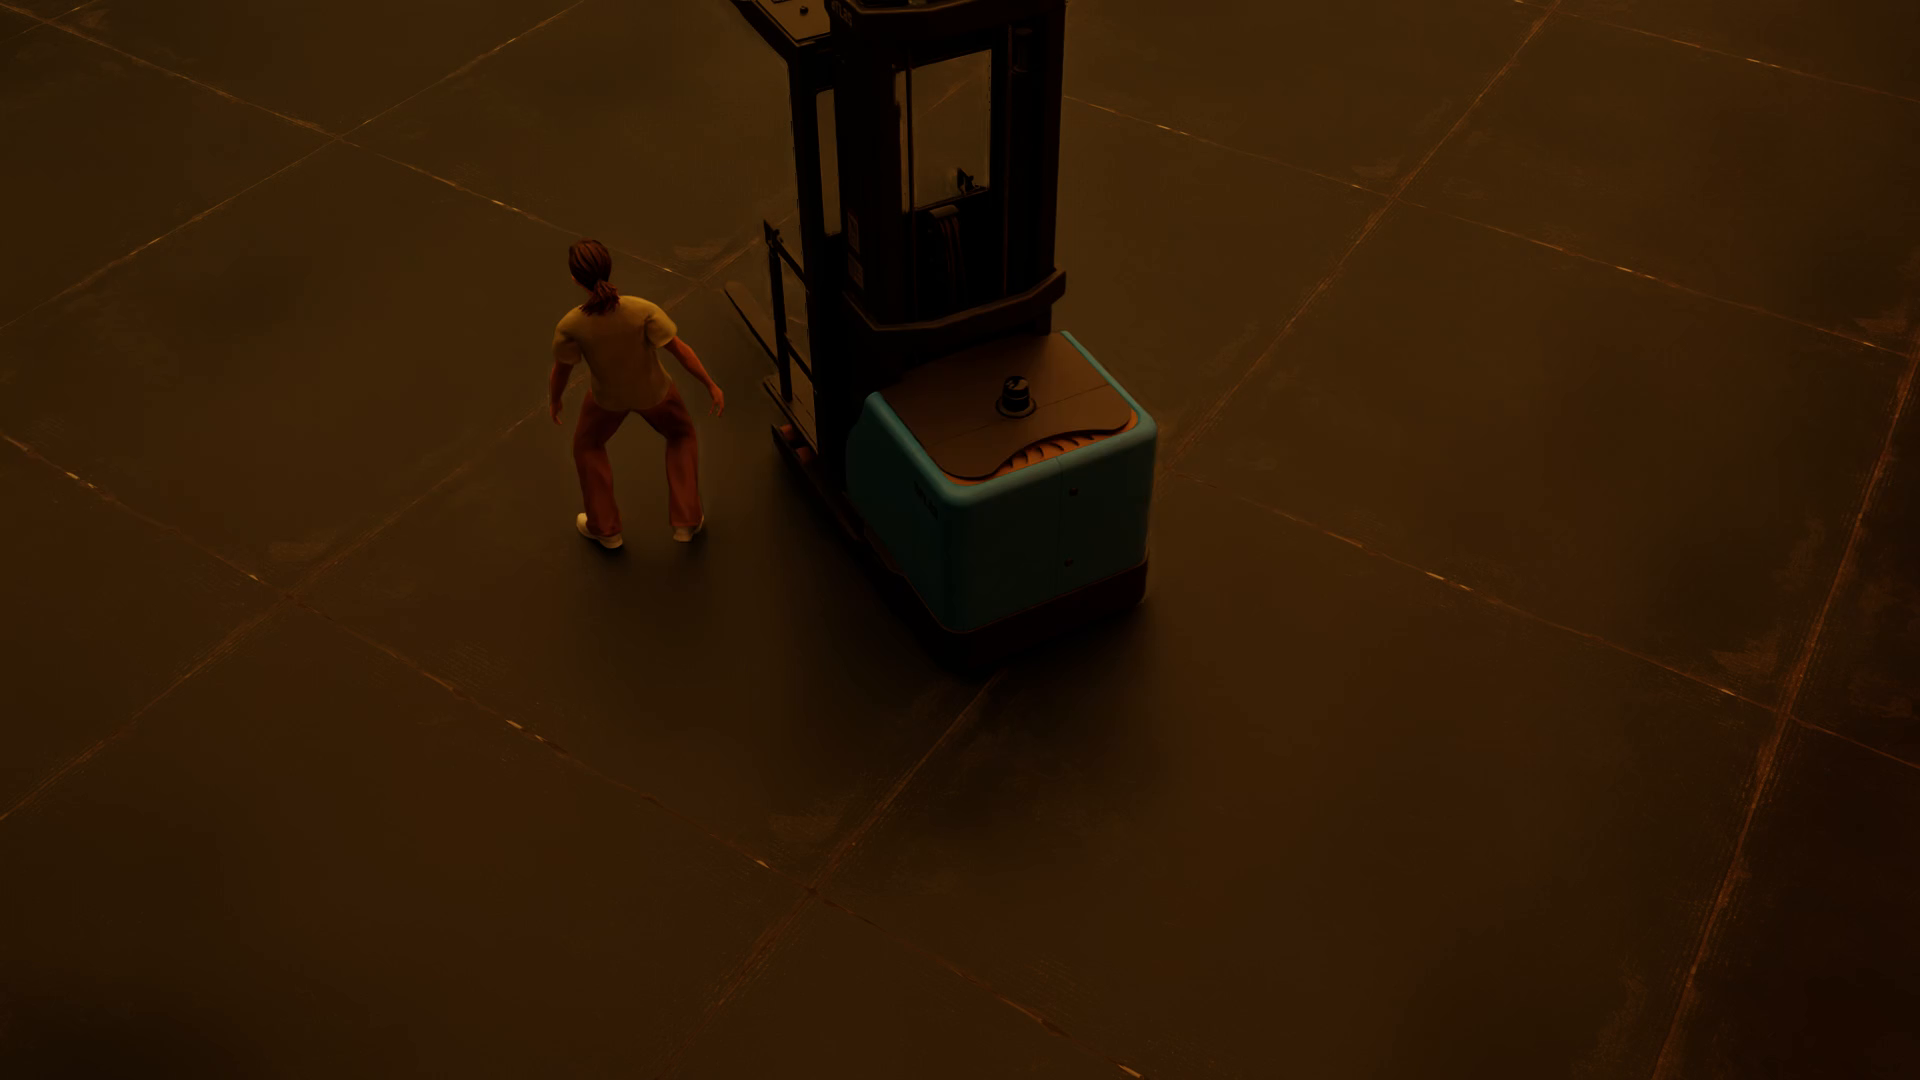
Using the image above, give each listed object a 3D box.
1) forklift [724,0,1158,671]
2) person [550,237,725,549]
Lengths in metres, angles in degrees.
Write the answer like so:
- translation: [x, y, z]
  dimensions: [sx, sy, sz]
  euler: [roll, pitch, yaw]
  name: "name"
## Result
- translation: [-0.290, -1.501, 7.432]
  dimensions: [1.130, 2.935, 3.031]
  euler: [-20, 47, -20]
  name: "forklift"
- translation: [-1.462, -0.635, 7.496]
  dimensions: [0.800, 1.598, 0.483]
  euler: [-3, 44, -4]
  name: "person"
